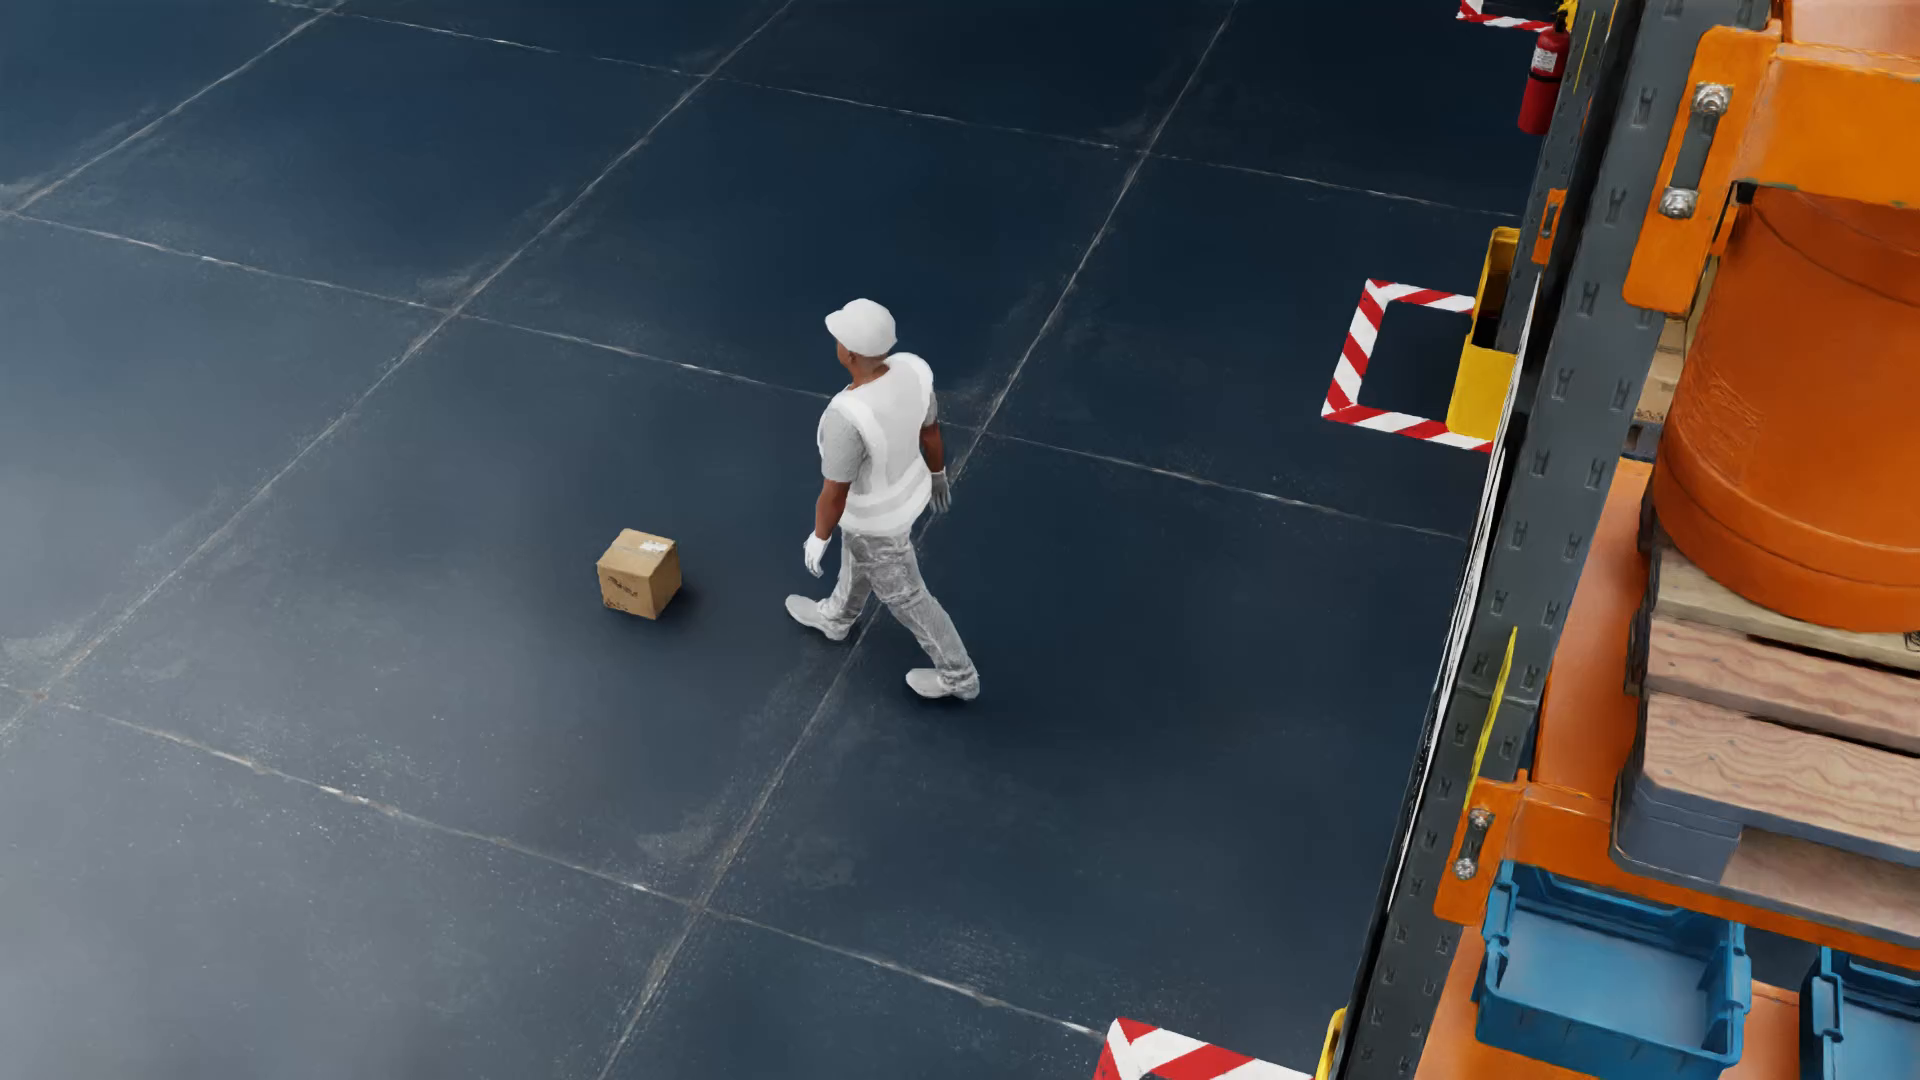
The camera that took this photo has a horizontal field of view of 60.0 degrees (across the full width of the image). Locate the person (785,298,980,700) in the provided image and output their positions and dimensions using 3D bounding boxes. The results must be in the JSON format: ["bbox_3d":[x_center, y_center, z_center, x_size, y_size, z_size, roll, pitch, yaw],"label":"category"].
[{"bbox_3d":[-0.355,-0.139,6.317,0.961,1.755,0.634,18,44,20],"label":"person"}]
